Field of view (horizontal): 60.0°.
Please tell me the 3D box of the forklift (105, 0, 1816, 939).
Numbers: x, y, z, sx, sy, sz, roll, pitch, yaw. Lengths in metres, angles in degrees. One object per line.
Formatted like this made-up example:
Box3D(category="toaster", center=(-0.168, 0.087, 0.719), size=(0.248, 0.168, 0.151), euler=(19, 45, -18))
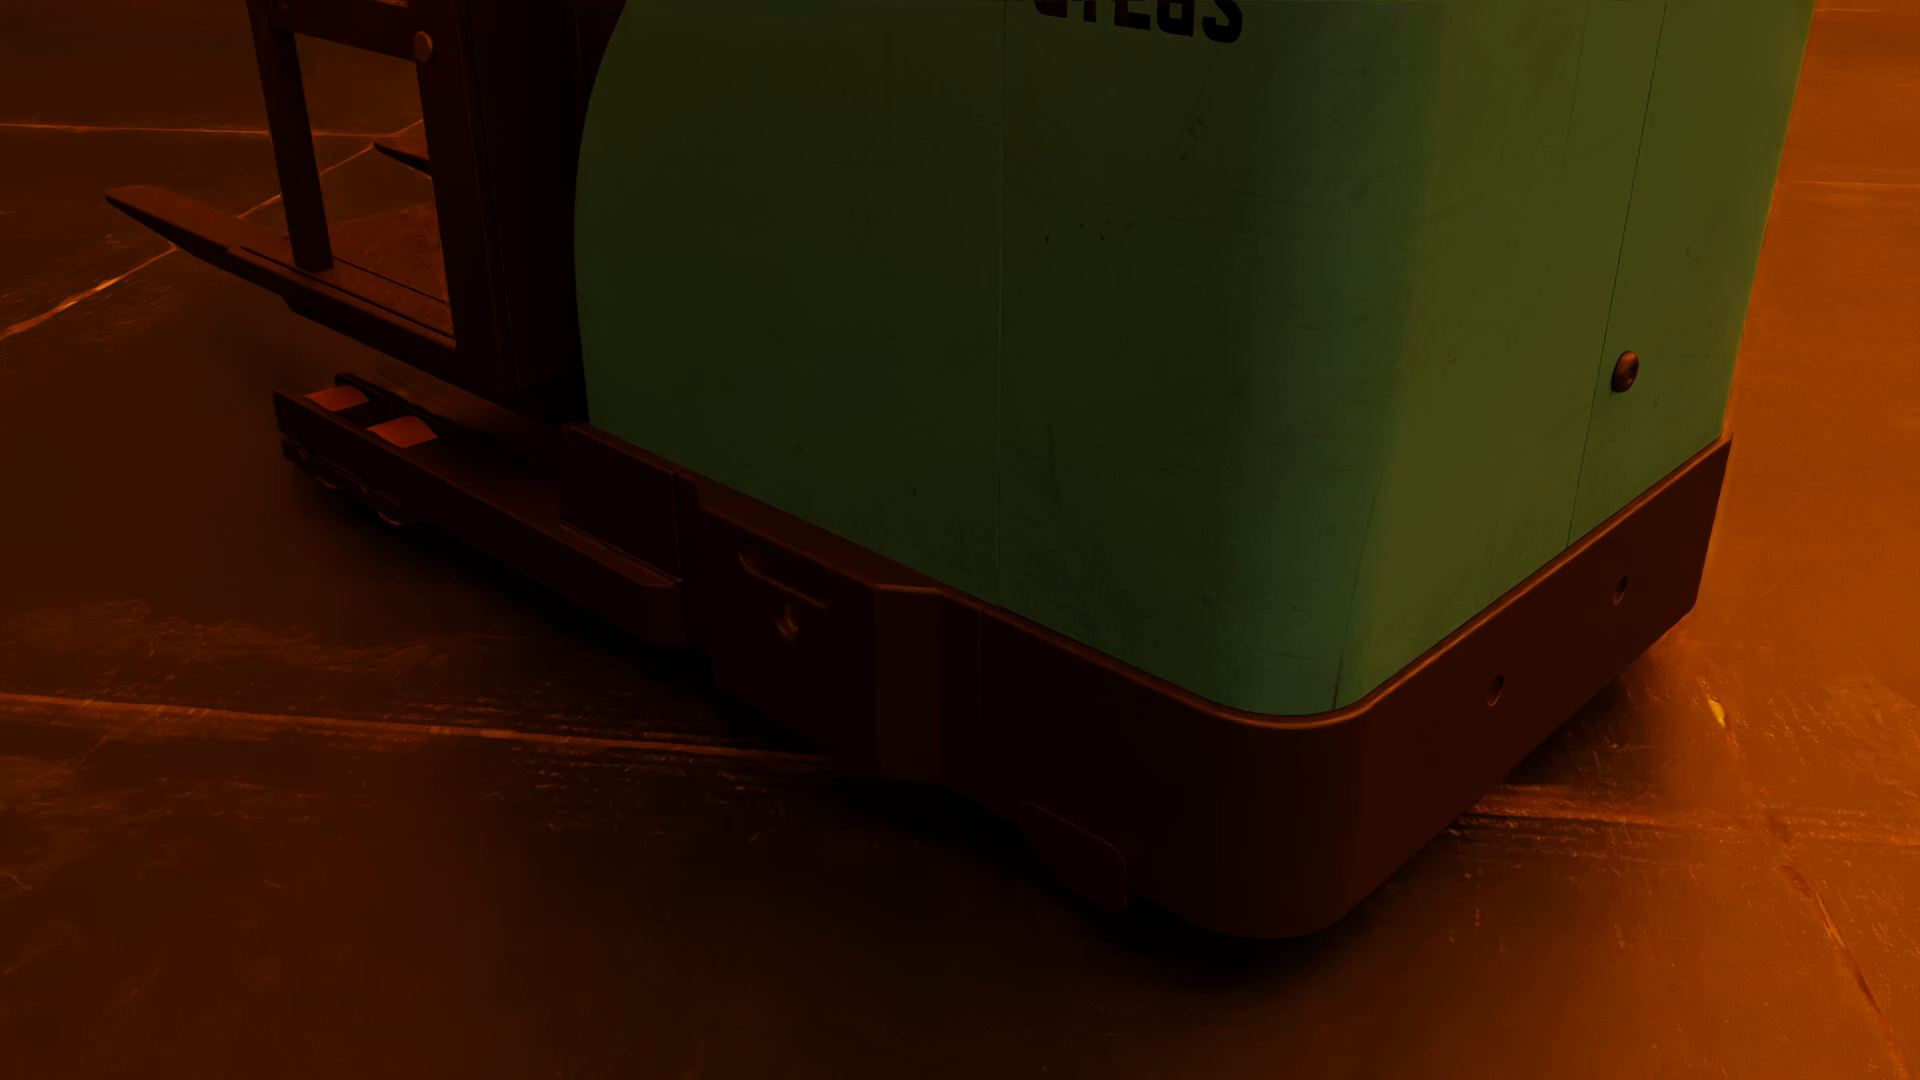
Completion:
Box3D(category="forklift", center=(-0.446, -1.482, 2.187), size=(3.031, 2.935, 1.130), euler=(23, 34, 38))
